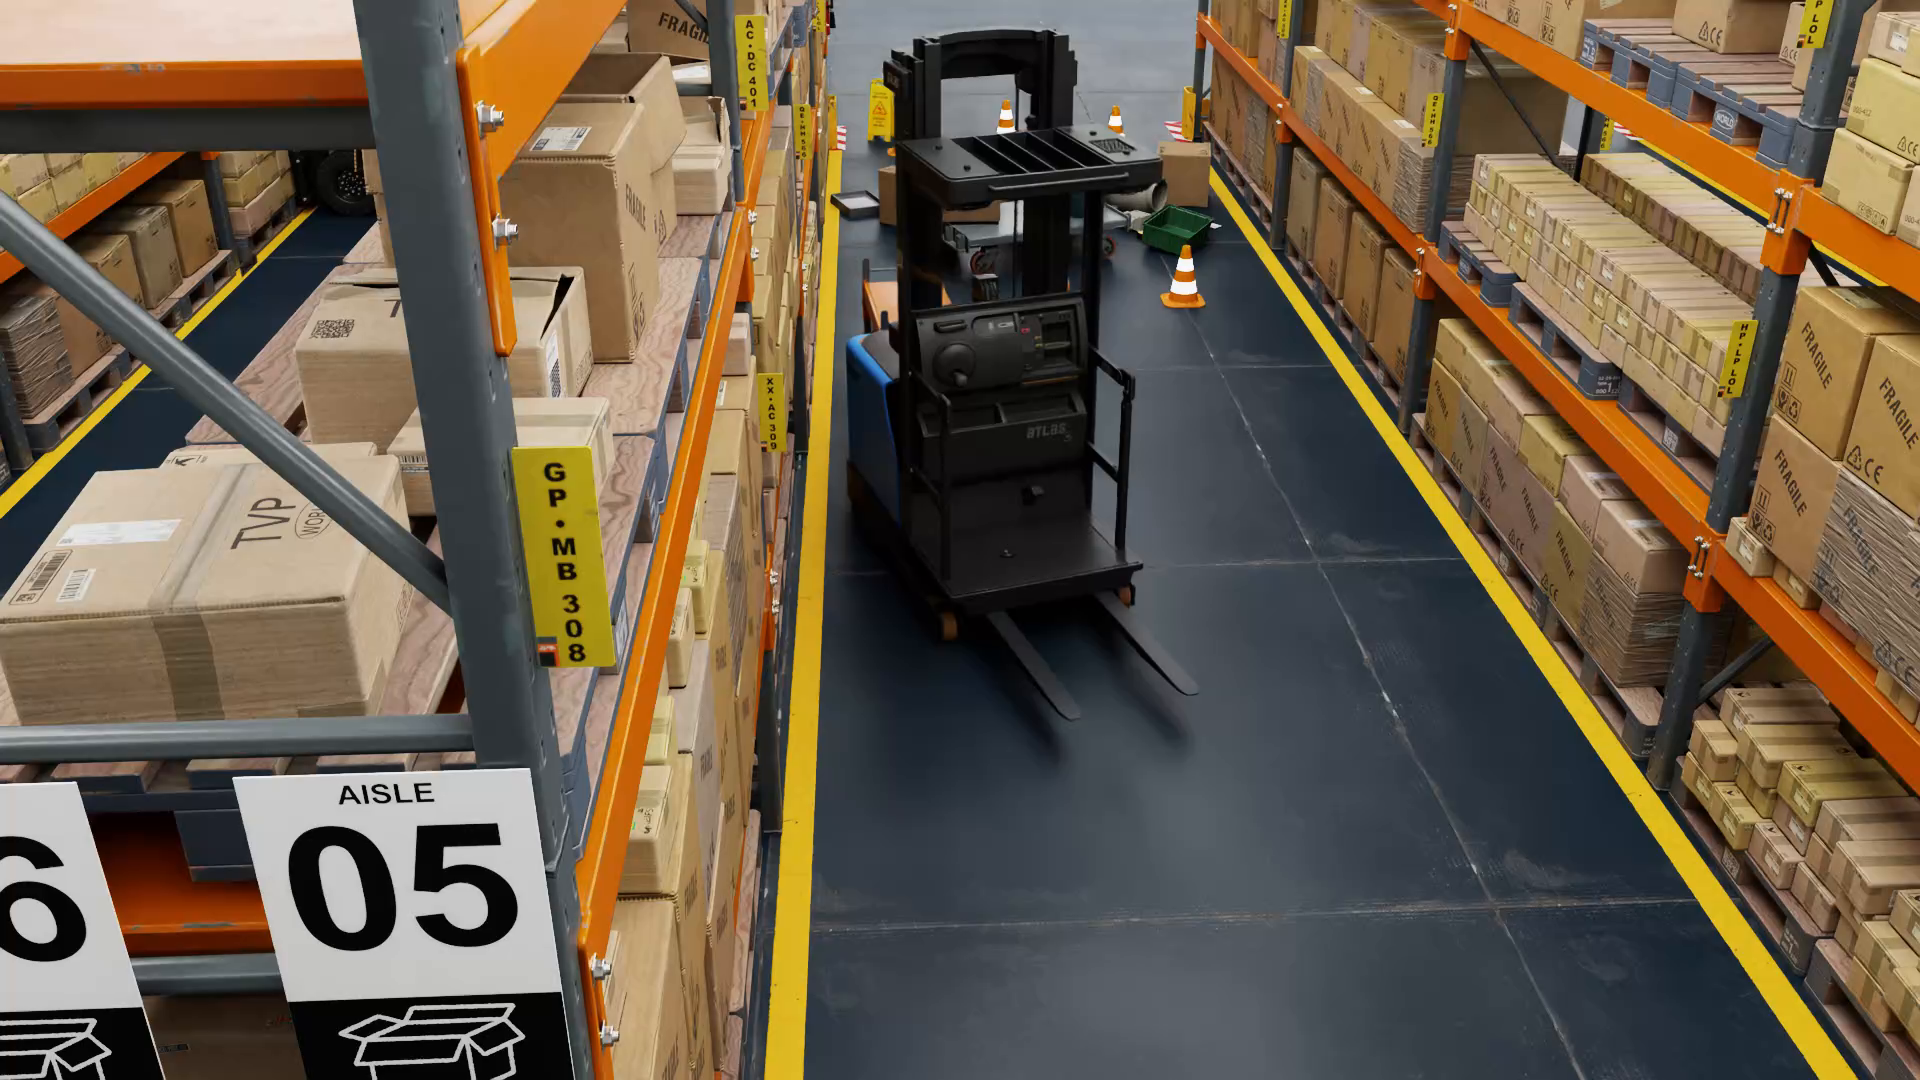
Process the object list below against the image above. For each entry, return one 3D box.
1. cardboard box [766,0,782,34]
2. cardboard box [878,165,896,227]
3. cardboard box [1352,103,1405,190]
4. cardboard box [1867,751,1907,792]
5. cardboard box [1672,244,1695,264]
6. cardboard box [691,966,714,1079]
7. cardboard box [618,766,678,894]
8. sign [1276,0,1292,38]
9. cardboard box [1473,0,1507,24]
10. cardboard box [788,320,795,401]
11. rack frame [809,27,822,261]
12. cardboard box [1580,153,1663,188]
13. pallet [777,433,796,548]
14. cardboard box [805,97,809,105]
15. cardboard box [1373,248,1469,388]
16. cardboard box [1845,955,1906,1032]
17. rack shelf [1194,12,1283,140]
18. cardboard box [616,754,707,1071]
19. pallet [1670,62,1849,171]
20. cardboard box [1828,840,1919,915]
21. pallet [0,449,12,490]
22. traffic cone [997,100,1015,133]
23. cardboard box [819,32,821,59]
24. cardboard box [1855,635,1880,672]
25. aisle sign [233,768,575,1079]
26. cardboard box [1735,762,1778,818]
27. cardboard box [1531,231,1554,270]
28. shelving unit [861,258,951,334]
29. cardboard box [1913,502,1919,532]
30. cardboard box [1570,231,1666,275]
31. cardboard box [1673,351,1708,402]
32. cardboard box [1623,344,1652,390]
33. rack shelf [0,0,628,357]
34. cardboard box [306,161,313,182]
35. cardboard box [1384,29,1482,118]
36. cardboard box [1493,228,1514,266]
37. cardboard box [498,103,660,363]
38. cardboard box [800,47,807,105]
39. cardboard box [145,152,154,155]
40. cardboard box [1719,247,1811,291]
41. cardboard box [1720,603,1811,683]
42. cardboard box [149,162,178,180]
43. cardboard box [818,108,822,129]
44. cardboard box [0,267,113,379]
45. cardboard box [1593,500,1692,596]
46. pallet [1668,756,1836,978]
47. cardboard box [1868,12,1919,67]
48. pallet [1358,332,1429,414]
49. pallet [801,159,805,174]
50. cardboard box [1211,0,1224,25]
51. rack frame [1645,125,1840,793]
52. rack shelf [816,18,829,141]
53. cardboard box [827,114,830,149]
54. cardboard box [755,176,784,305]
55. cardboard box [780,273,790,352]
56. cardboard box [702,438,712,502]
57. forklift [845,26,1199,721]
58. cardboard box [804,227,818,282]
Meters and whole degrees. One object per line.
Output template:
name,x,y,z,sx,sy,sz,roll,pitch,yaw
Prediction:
cardboard box,-1.108,-2.658,7.796,0.500,0.500,0.500,-1,28,-2
cardboard box,-0.396,-3.172,15.288,0.500,0.500,0.500,19,33,32
cardboard box,3.106,-2.778,11.724,0.500,0.500,0.500,-2,28,-4
cardboard box,4.017,0.985,6.925,0.380,0.149,0.250,-3,28,-5
cardboard box,3.998,-1.464,8.810,0.380,0.149,0.250,-1,28,-1
cardboard box,-0.865,1.284,3.936,0.500,0.500,0.500,-2,28,-3
cardboard box,-0.798,0.602,3.461,0.380,0.149,0.250,-1,28,-1
sign,2.685,-4.323,13.772,0.100,0.325,0.005,-1,28,-3
cardboard box,3.212,-3.175,9.241,0.500,0.500,0.500,-1,28,-3
cardboard box,-1.097,-0.907,8.408,0.500,0.250,0.500,-2,28,-3
rack frame,-1.699,-3.752,13.699,1.000,3.000,0.127,-1,28,-3
cardboard box,3.931,-2.194,9.887,0.380,0.149,0.250,-2,28,-5
pallet,-1.524,-0.302,10.101,1.003,0.211,1.213,-1,28,-3
cardboard box,-1.334,-3.237,12.531,0.380,0.149,0.250,-1,28,-2
cardboard box,3.506,-1.543,11.443,1.050,0.750,0.750,-2,28,-3
cardboard box,3.463,1.629,6.012,0.380,0.149,0.250,-2,28,-4
rack shelf,3.135,-4.522,15.955,1.077,0.370,4.000,-1,28,-3
cardboard box,-0.847,0.836,3.715,0.500,0.500,0.500,-2,28,-4
pallet,3.731,-1.758,6.836,1.213,0.211,1.003,-1,28,-3
cardboard box,3.454,1.239,6.117,0.380,0.149,0.250,-1,28,-2
pallet,-6.446,-0.201,9.906,1.003,0.211,1.213,-1,28,-3
traffic cone,0.494,-4.490,17.859,0.336,0.463,0.334,-1,28,-3
cardboard box,-1.506,-4.601,14.898,0.500,0.500,0.500,-2,28,-3
cardboard box,3.507,0.392,6.027,0.380,0.149,0.250,-3,28,-5
aisle sign,-0.779,0.664,2.423,0.394,0.787,0.004,-1,28,-3
cardboard box,3.459,1.013,6.872,0.380,0.149,0.250,-1,28,-2
cardboard box,3.332,-1.569,9.011,0.380,0.149,0.250,-1,28,-3
shelving unit,-0.307,-1.115,10.672,0.538,1.125,1.048,-4,28,-8
cardboard box,3.475,-0.156,5.295,0.500,0.500,0.500,-1,28,-2
cardboard box,3.358,-1.469,8.497,0.380,0.149,0.250,-2,28,-3
cardboard box,3.424,-0.731,7.403,0.380,0.149,0.250,-1,28,-2
cardboard box,3.400,-0.828,7.911,0.380,0.149,0.250,-3,28,-5
rack shelf,-1.177,-1.297,3.716,1.077,0.370,4.000,-1,28,-3
cardboard box,-6.441,-3.534,15.802,0.500,0.250,0.500,-1,28,-1
cardboard box,3.378,-3.236,11.522,0.700,0.500,0.500,-2,28,-3
cardboard box,3.298,-1.685,9.555,0.380,0.149,0.250,0,28,0
cardboard box,-1.028,-0.749,4.029,0.500,0.500,0.500,-1,28,-2
cardboard box,-1.398,-3.439,12.216,0.500,0.500,0.500,0,28,-1
cardboard box,-6.336,-3.105,12.622,0.500,0.250,0.500,-2,28,-3
cardboard box,4.027,-1.352,8.273,0.380,0.149,0.250,0,28,-1
cardboard box,3.883,0.351,8.082,0.500,0.500,0.500,0,28,-1
cardboard box,-6.874,-3.263,14.200,0.500,0.250,0.500,-1,28,-2
cardboard box,-1.407,-3.677,14.563,0.380,0.149,0.250,-1,28,-2
cardboard box,-6.508,-1.506,11.508,0.875,0.625,0.625,-1,28,-1
cardboard box,3.365,0.029,7.890,0.500,0.250,0.500,-2,28,-4
pallet,3.727,1.322,6.986,1.003,0.211,1.213,-1,28,-3
cardboard box,3.430,-1.745,5.799,0.380,0.149,0.250,-2,28,-4
pallet,3.482,-1.200,11.823,1.003,0.211,1.213,-1,28,-3
pallet,-1.634,-2.732,11.953,1.003,0.211,1.213,-1,28,-3
cardboard box,3.095,-5.661,17.199,0.875,0.550,0.550,-1,28,-3
rack frame,3.657,-0.223,6.934,1.000,3.000,0.127,-1,28,-3
rack shelf,-1.803,-4.356,15.637,1.077,0.370,4.000,-1,28,-3
cardboard box,-1.596,-4.188,17.055,0.500,0.250,0.500,-2,28,-3
cardboard box,-1.128,-1.459,8.115,0.500,0.500,0.500,-2,28,-3
cardboard box,-1.106,-1.130,8.294,0.500,0.250,0.500,-2,28,-4
cardboard box,-0.958,-0.227,5.050,0.380,0.149,0.250,-2,28,-3
forklift,0.299,-0.980,8.460,1.130,2.935,3.031,-10,29,-18
cardboard box,-1.628,-2.199,13.109,0.950,0.372,0.625,0,28,1
